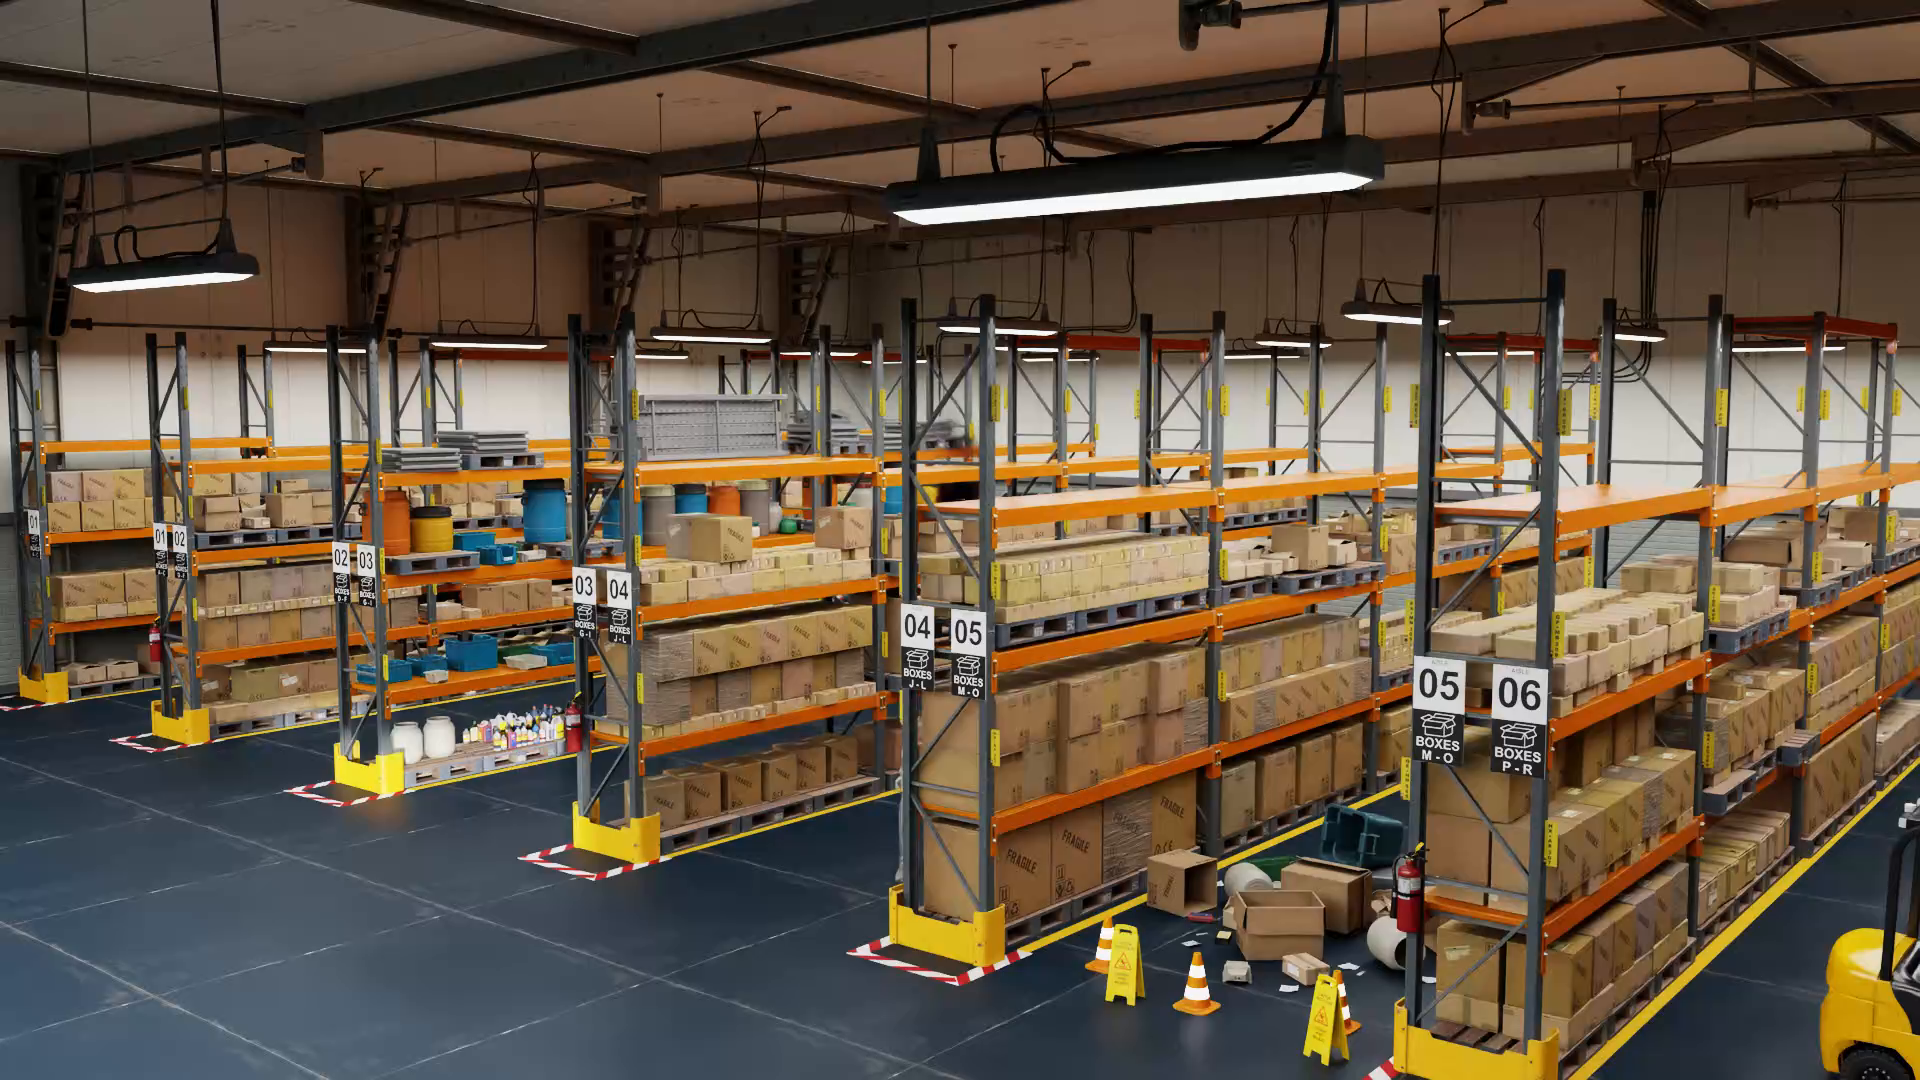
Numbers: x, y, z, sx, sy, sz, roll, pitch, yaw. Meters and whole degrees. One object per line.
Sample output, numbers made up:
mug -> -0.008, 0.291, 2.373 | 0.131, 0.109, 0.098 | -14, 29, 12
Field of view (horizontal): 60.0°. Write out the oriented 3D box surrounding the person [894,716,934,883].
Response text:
person -> -0.466, 2.714, 17.720 | 0.552, 1.731, 0.756 | 2, 6, 22

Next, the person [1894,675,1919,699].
person -> 14.762, 2.011, 25.632 | 0.653, 1.685, 1.133 | -4, 6, -35
